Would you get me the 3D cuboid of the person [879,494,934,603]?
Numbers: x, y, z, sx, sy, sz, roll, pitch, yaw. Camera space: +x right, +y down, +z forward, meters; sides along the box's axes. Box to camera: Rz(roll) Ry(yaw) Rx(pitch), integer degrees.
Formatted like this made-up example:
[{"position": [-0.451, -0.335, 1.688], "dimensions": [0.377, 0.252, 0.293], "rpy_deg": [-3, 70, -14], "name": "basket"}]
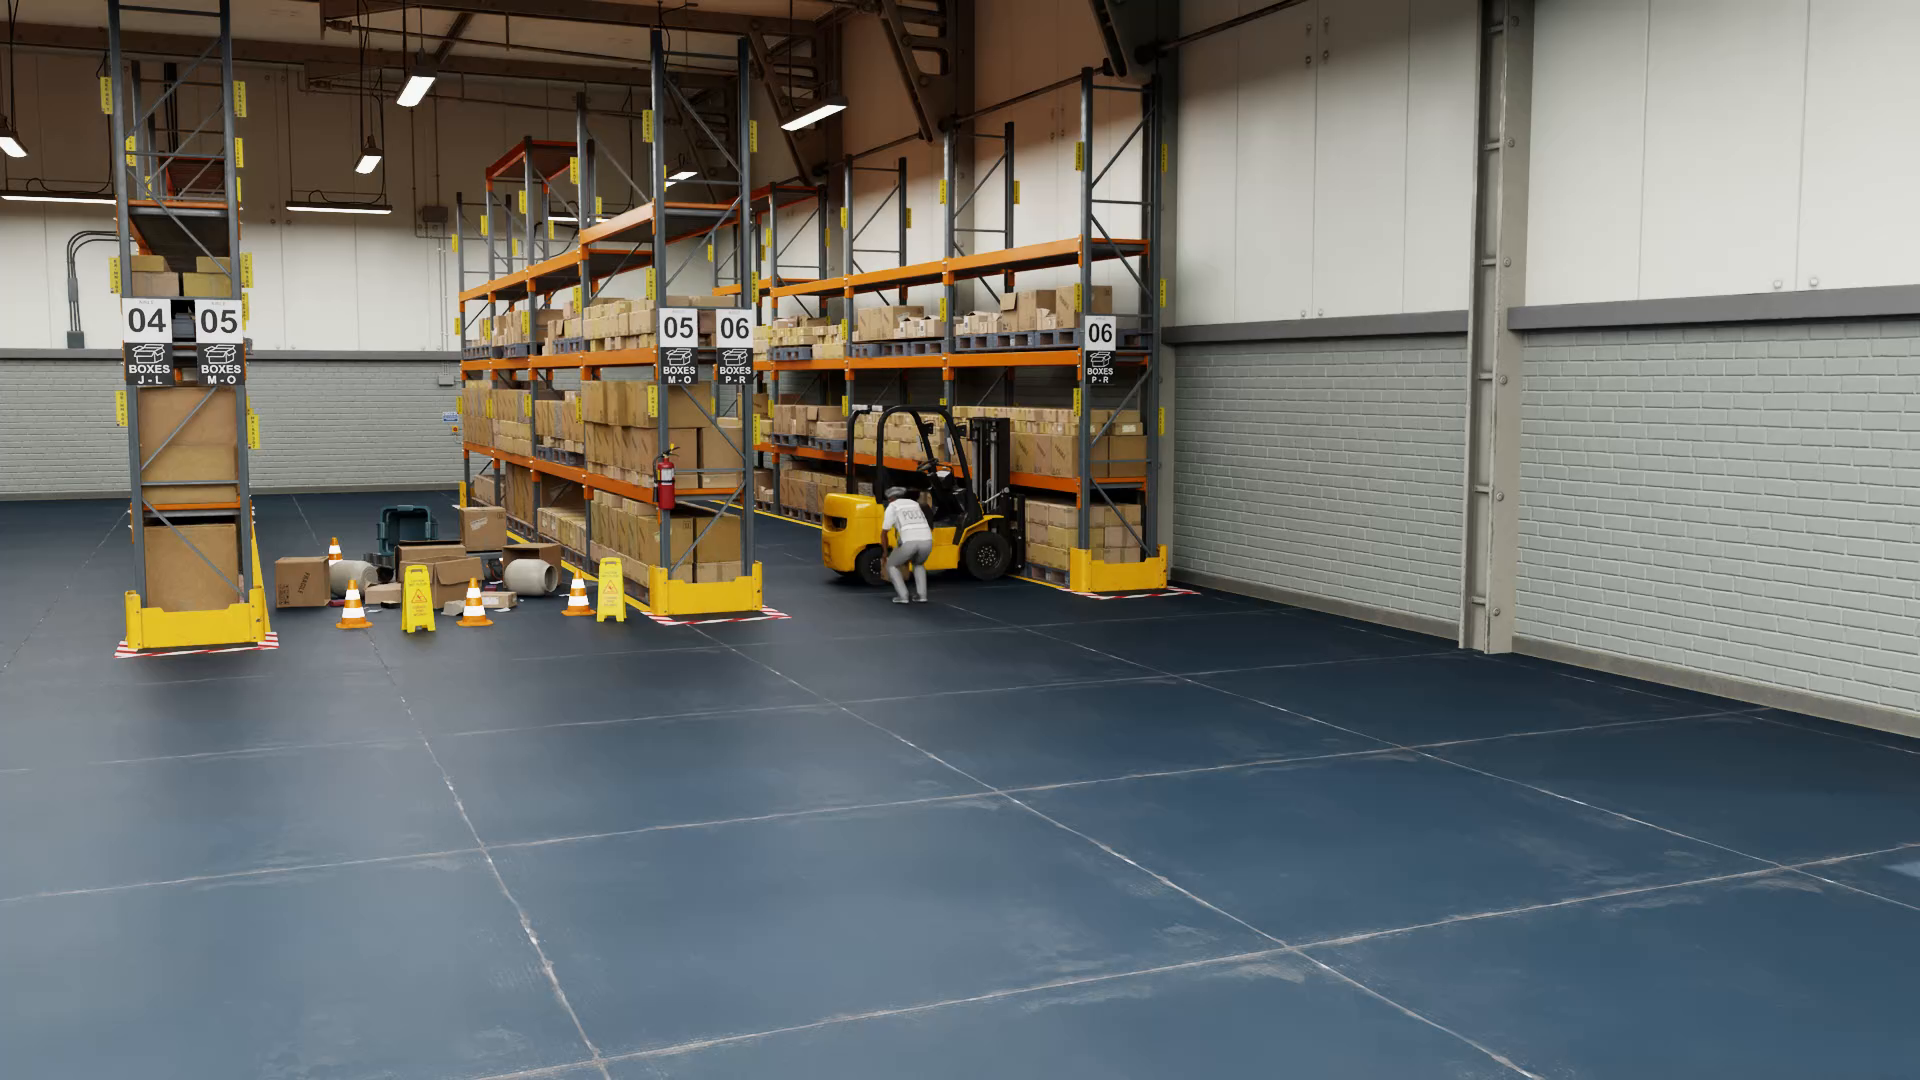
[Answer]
[{"position": [-0.615, 0.095, 18.490], "dimensions": [0.496, 1.195, 0.797], "rpy_deg": [-2, 6, -24], "name": "person"}]
